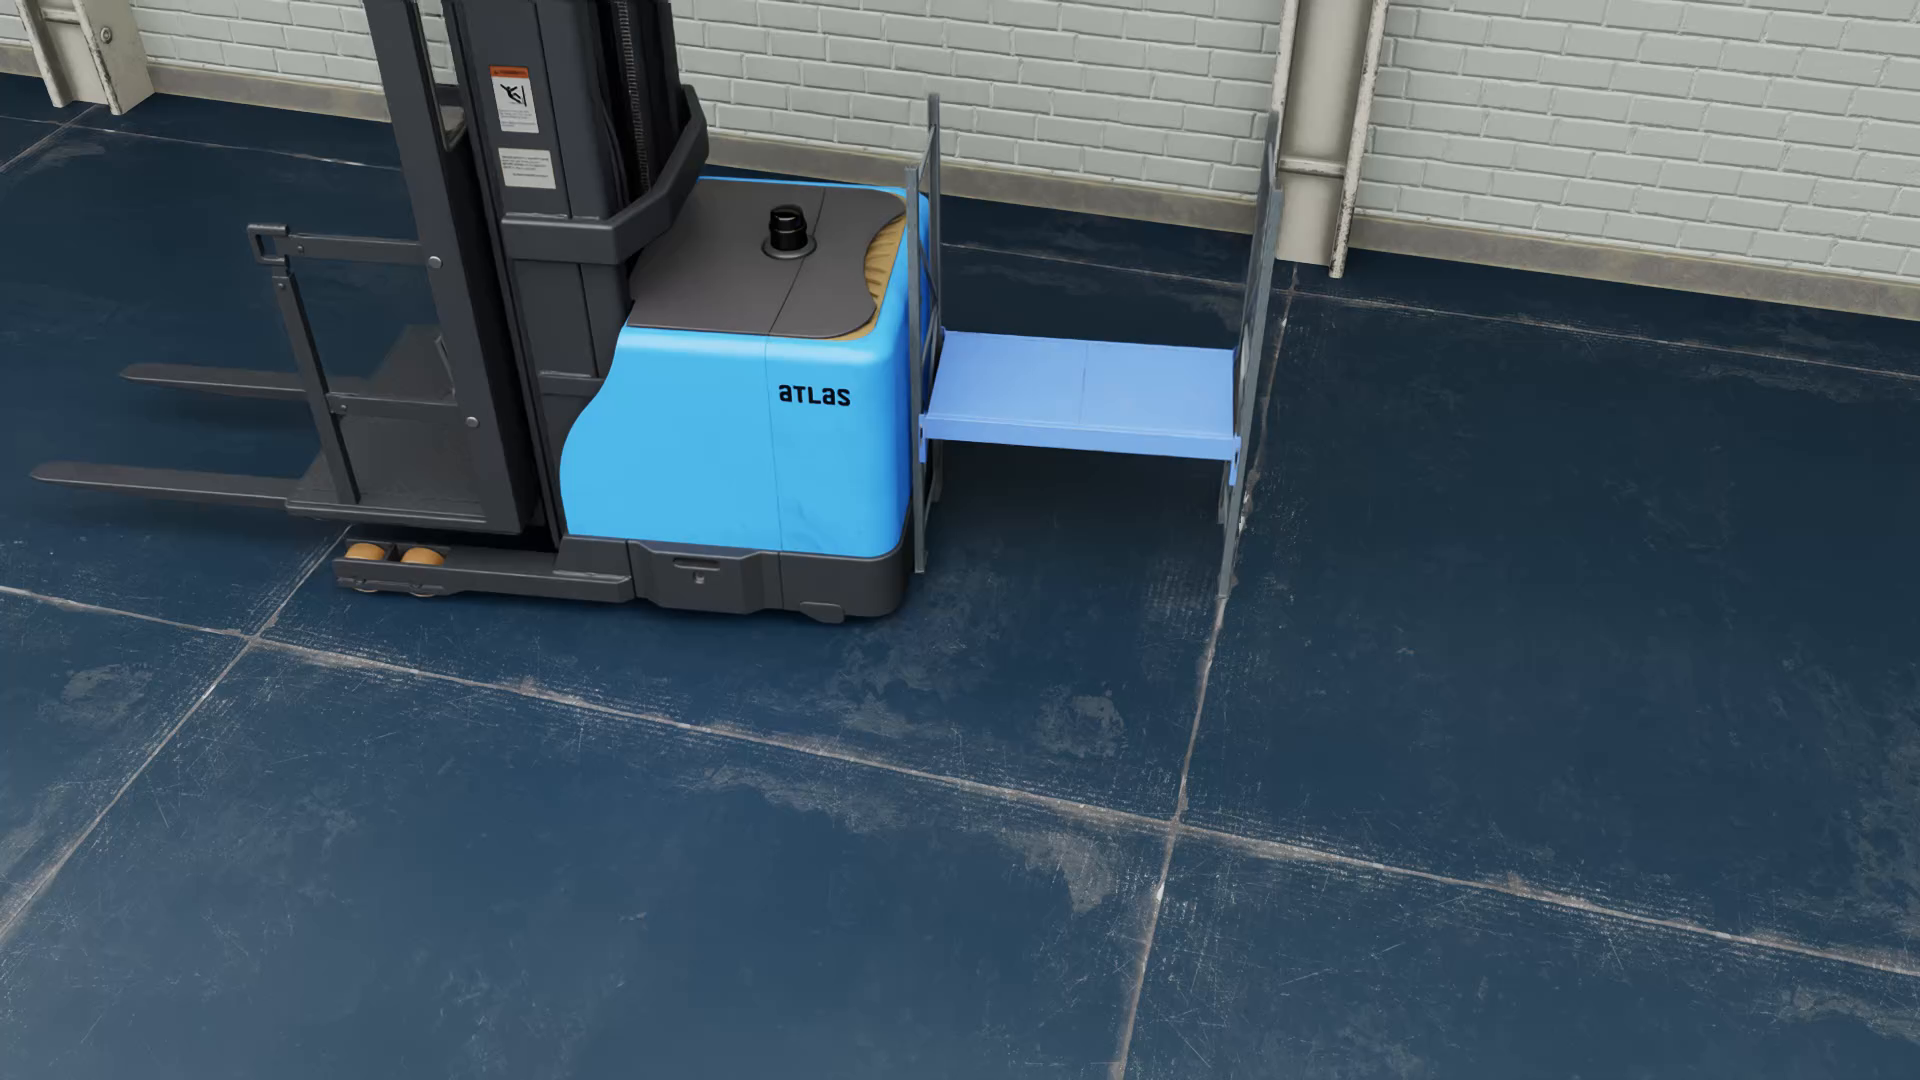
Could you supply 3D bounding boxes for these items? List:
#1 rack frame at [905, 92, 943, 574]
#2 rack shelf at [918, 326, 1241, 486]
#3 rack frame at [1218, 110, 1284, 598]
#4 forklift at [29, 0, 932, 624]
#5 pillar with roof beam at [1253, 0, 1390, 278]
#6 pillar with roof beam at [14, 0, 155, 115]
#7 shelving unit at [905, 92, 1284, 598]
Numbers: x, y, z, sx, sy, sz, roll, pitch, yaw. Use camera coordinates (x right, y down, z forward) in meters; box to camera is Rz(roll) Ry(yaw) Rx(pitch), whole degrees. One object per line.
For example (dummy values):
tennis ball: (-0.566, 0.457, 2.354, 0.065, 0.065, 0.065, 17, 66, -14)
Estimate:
rack frame: (-0.108, -0.621, 5.323, 0.032, 1.500, 0.500, 4, 40, 5)
rack shelf: (0.397, -0.443, 5.391, 1.000, 0.185, 0.538, 4, 40, 5)
rack frame: (0.902, -0.541, 5.228, 0.032, 1.500, 0.500, 4, 40, 5)
forklift: (-1.632, -1.265, 4.977, 3.031, 2.935, 1.130, 5, 40, 5)
pillar with roof beam: (0.362, -2.013, 1.150, 0.400, 9.000, 9.100, 10, 41, 11)
pillar with roof beam: (-5.434, -3.010, 2.337, 0.400, 9.000, 9.100, 10, 41, 11)
shelving unit: (0.397, -0.581, 5.276, 1.048, 1.500, 0.538, 4, 40, 5)
